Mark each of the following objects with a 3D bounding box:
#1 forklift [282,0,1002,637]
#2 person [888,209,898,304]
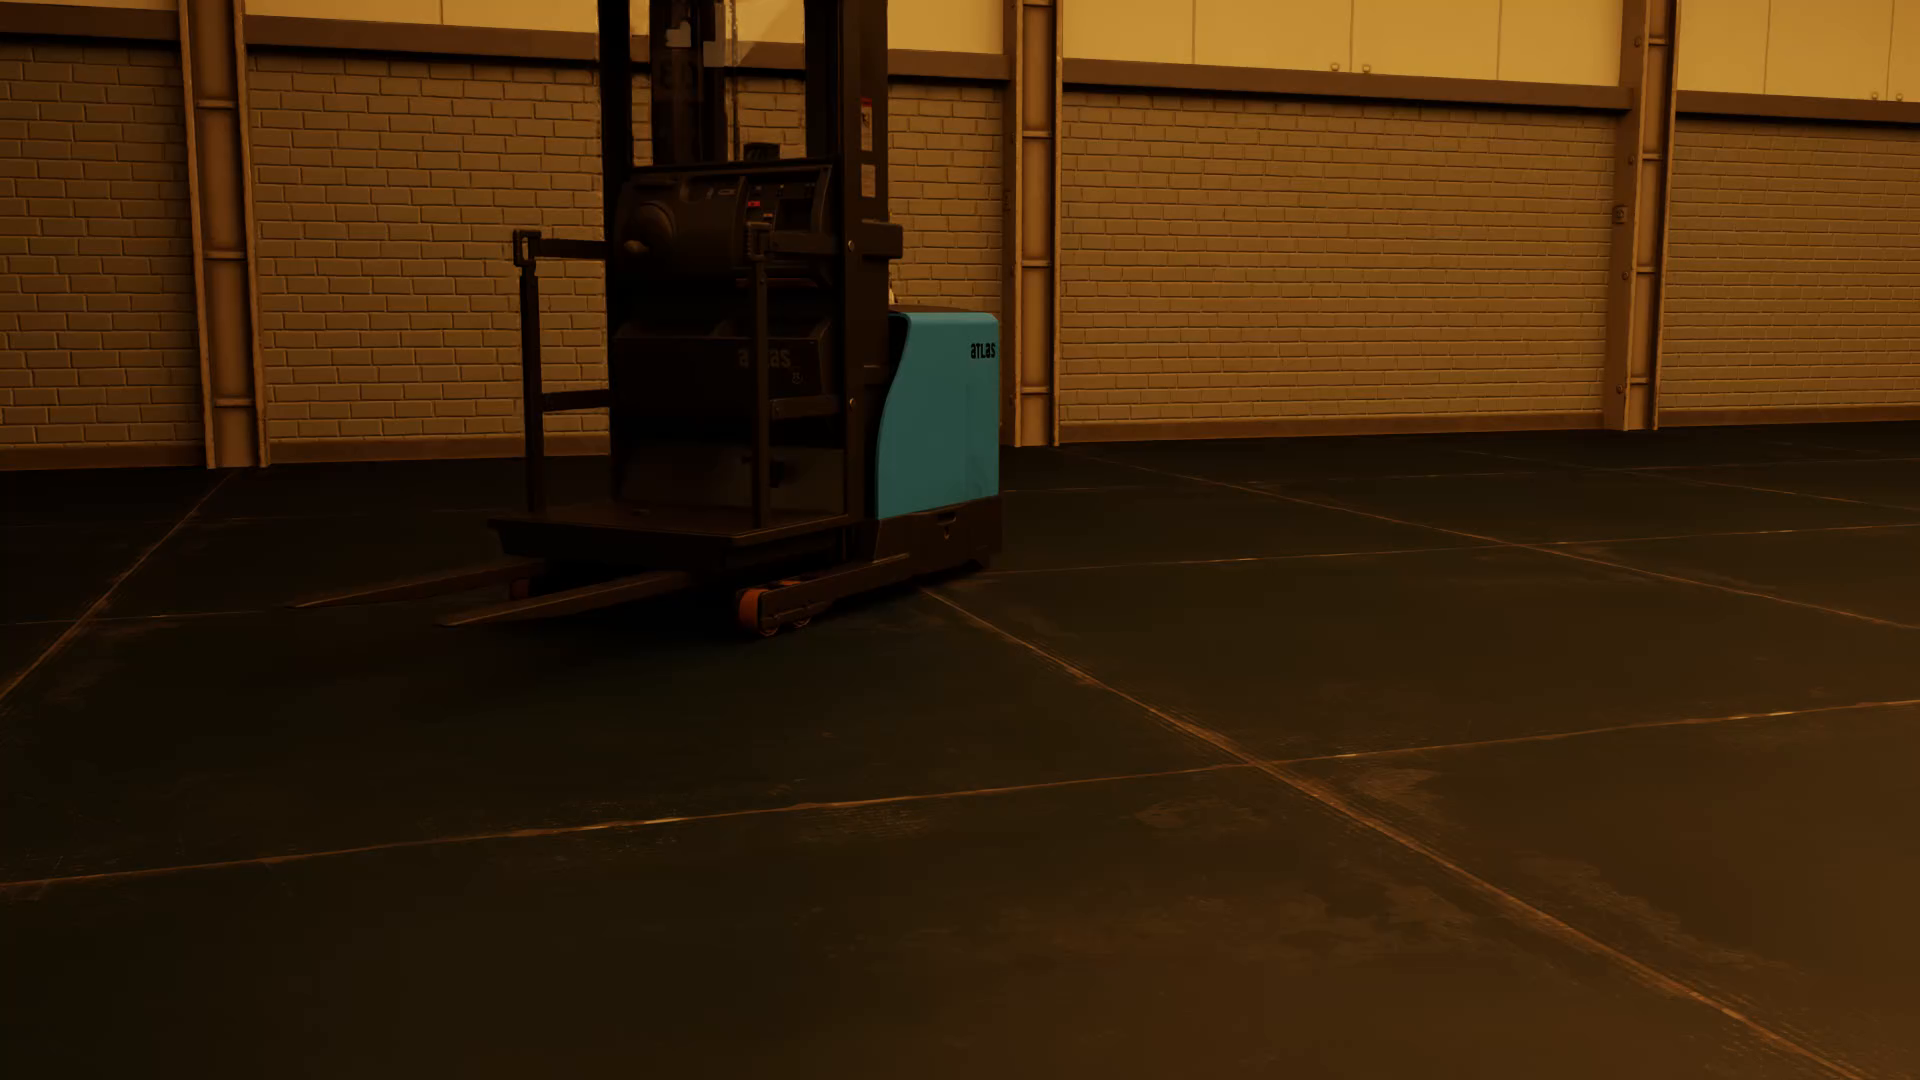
[{"bbox_3d":[-0.969,-1.198,5.852,1.130,2.935,3.031,4,9,28],"label":"forklift"},{"bbox_3d":[-0.573,-0.885,8.449,0.464,1.595,0.814,2,8,17],"label":"person"}]
